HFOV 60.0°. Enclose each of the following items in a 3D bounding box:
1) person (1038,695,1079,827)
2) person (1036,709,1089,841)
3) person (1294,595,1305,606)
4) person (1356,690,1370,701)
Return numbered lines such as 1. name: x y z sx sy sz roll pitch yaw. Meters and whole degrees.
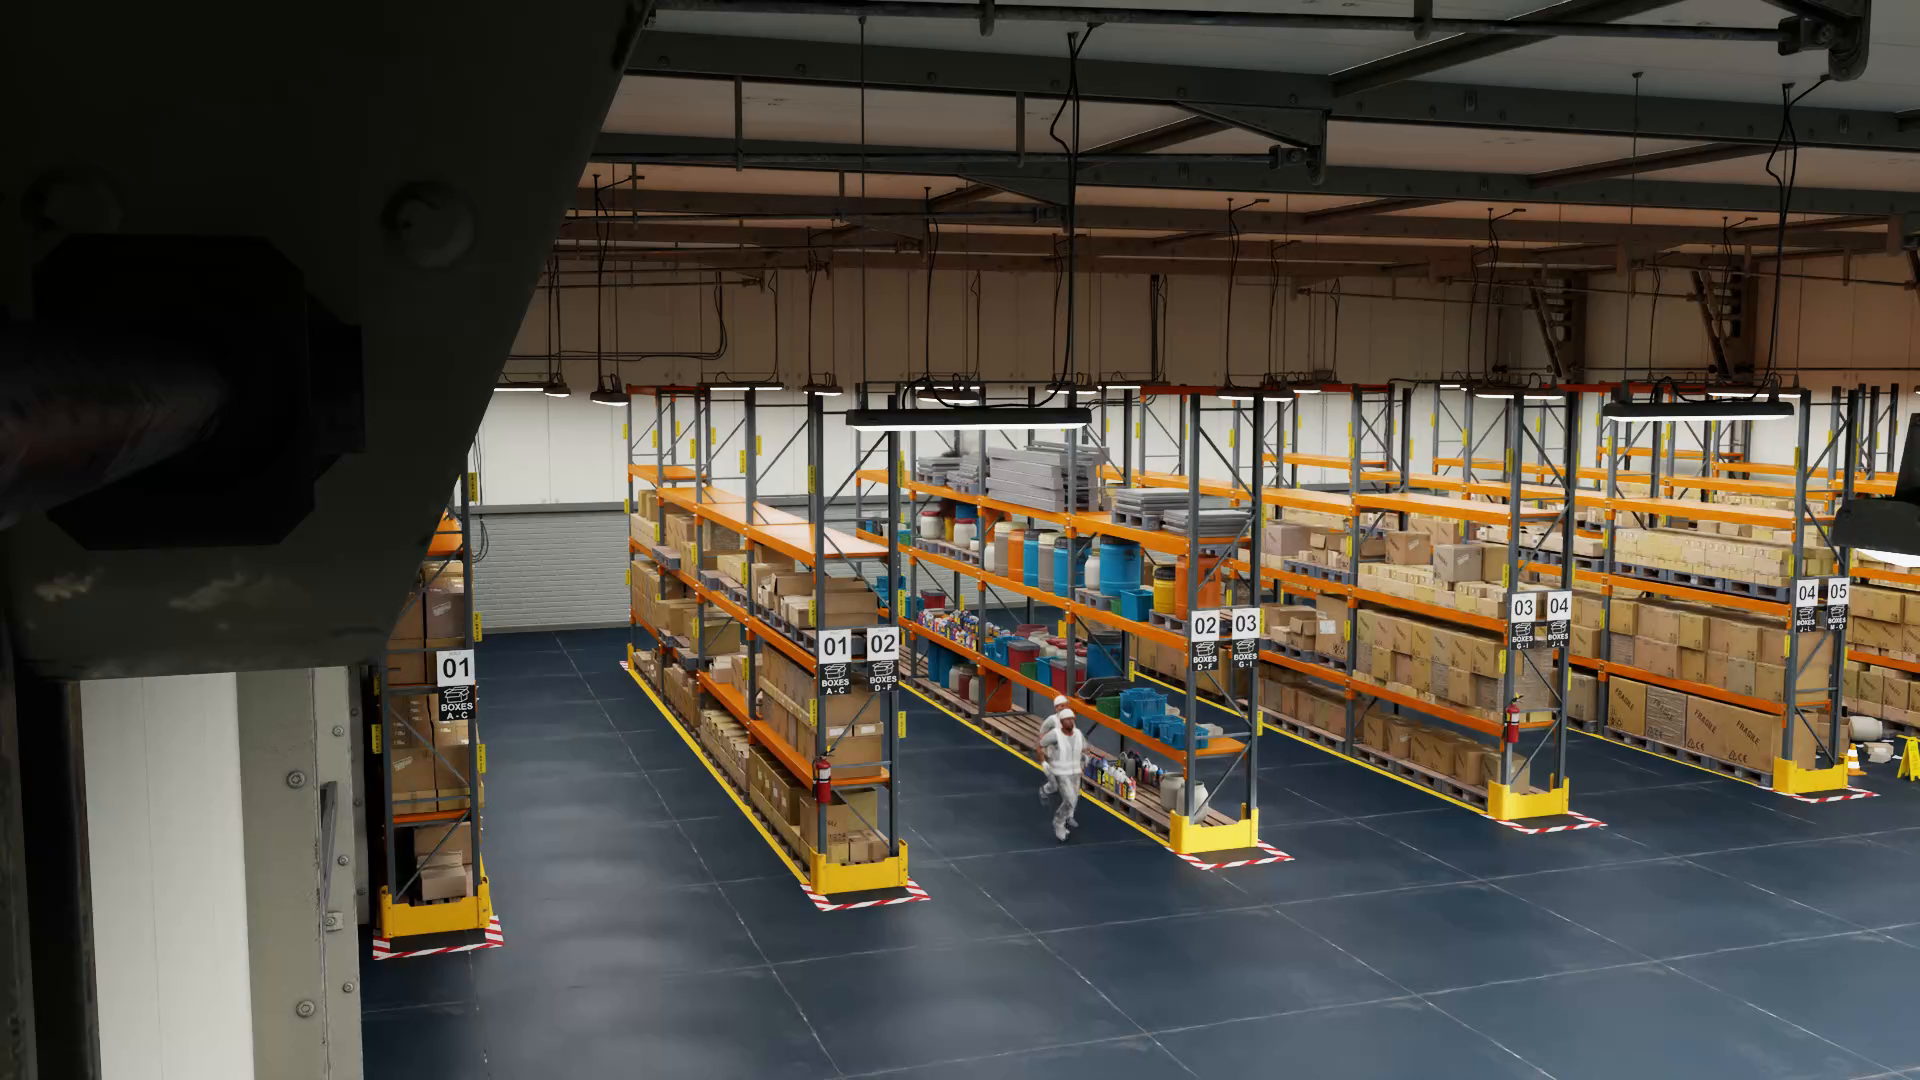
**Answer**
1. person: 1.395 3.051 23.276 0.652 1.784 0.937 -3 7 -26
2. person: 1.451 3.146 22.294 0.657 1.767 0.683 -4 7 -34
3. person: 8.361 1.287 41.049 0.503 1.621 0.638 3 7 28
4. person: 7.519 2.259 31.025 0.676 1.765 0.785 -2 6 -19
